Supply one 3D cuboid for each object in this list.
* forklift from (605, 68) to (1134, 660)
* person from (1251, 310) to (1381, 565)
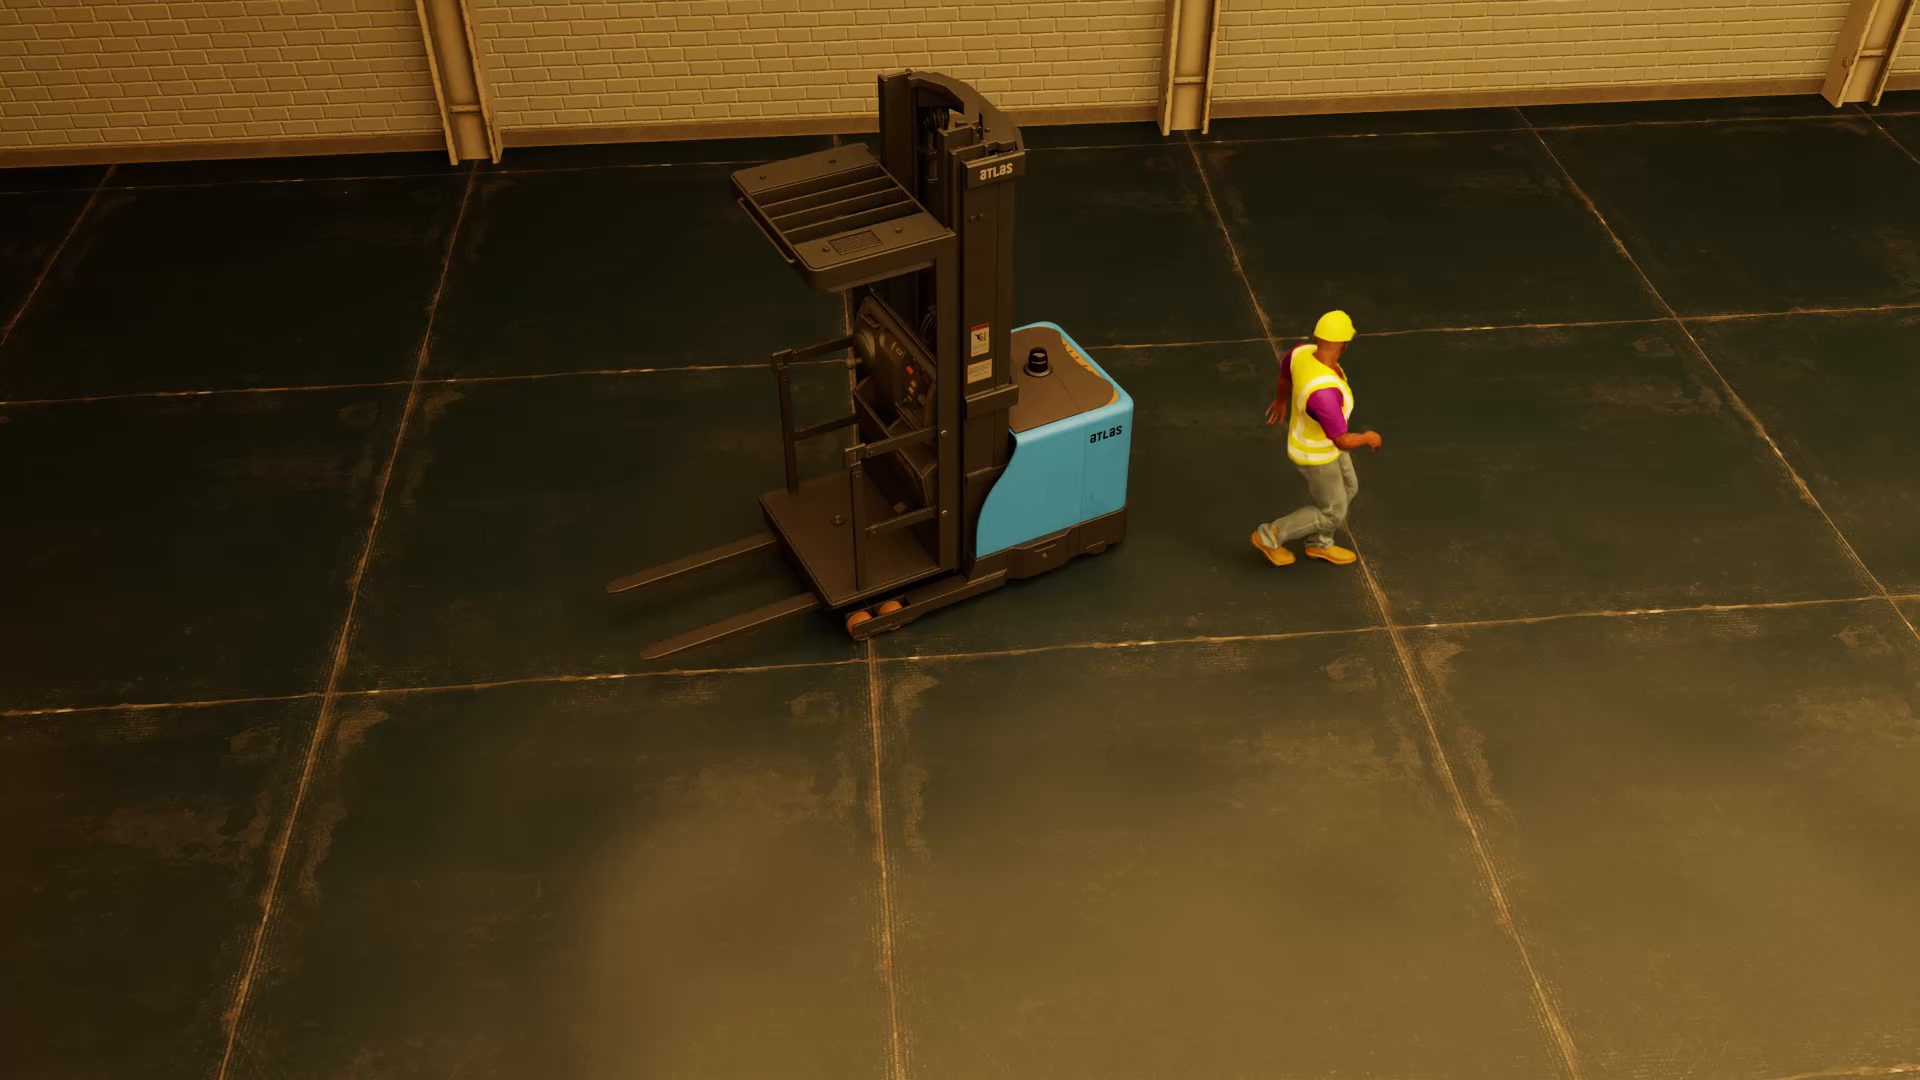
[{"bbox_3d":[-0.541,-0.933,9.029,3.031,2.935,1.130,-18,44,-20],"label":"forklift"},{"bbox_3d":[2.074,-0.573,9.556,0.665,1.702,0.713,8,41,9],"label":"person"}]
